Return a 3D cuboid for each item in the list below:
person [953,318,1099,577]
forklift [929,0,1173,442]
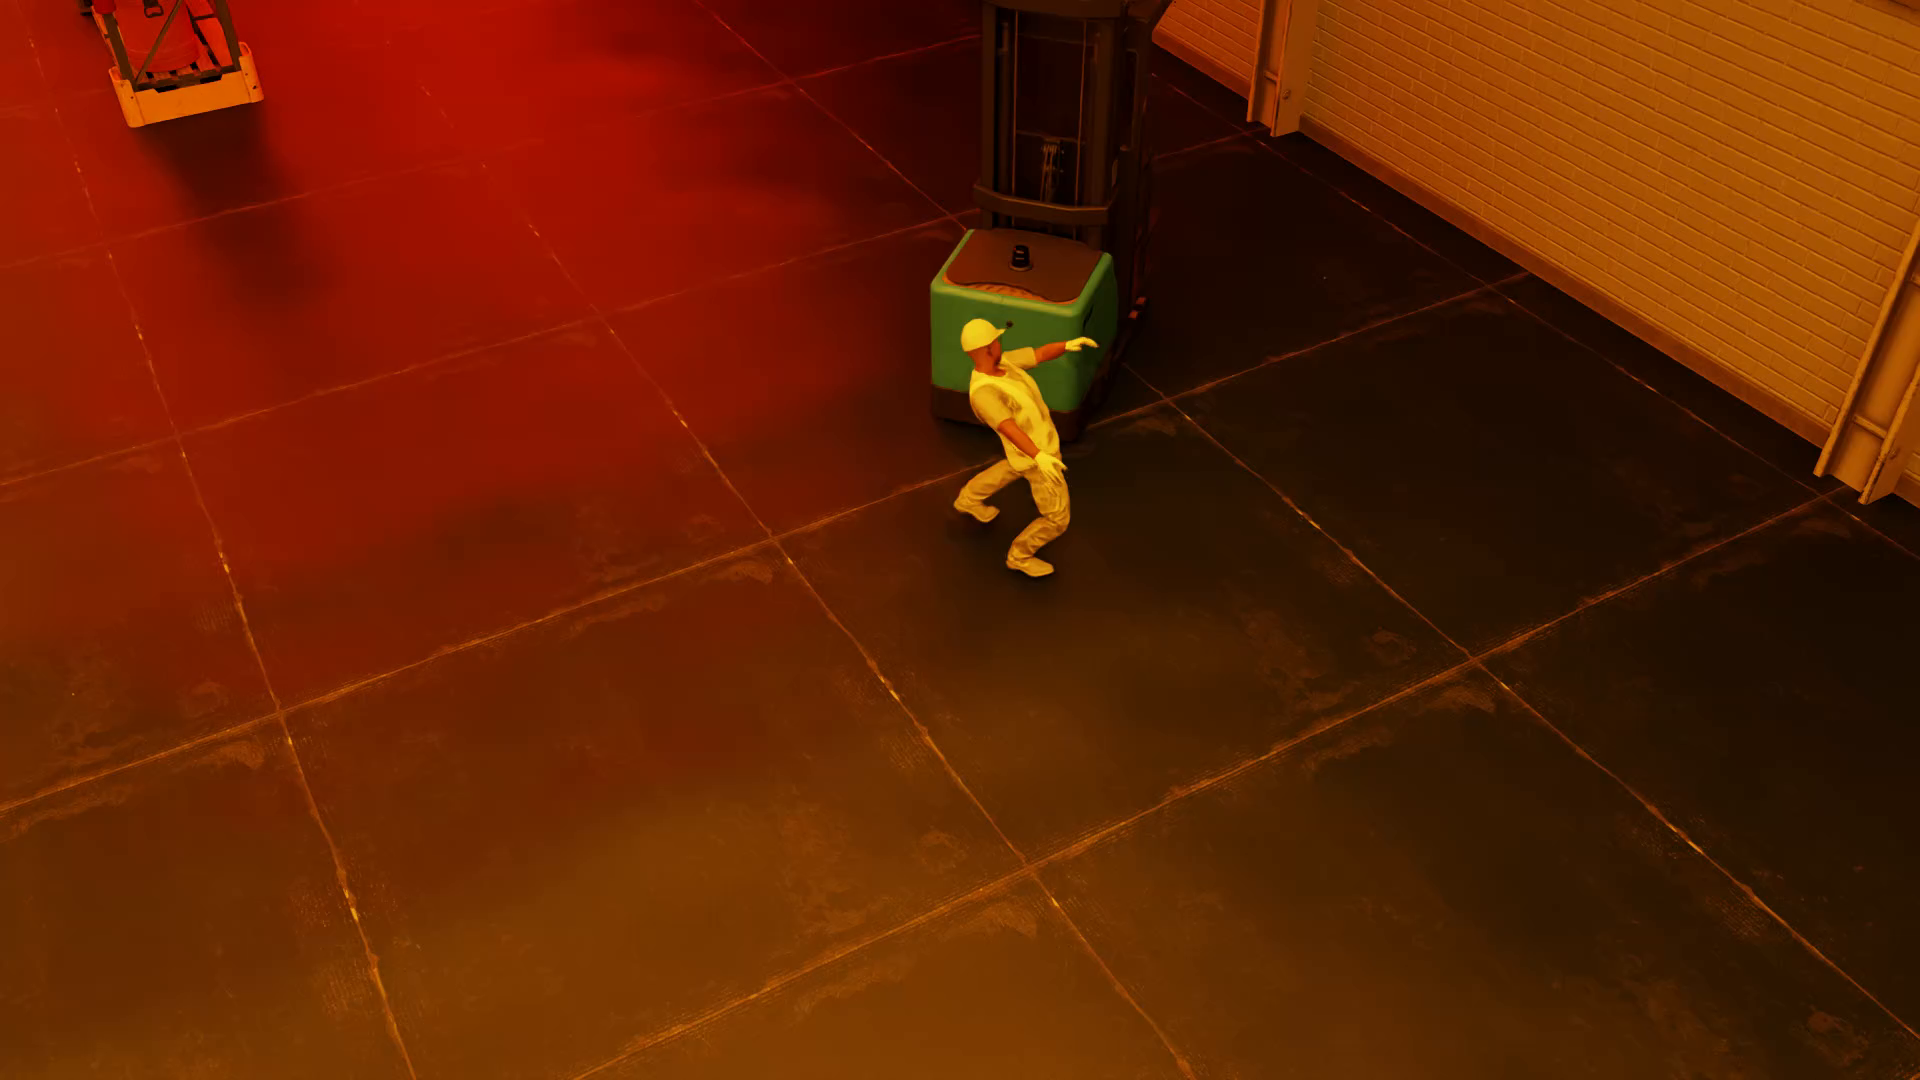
[{"bbox_3d":[0.419,-0.463,9.654,0.786,1.539,1.078,-6,40,-7],"label":"person"},{"bbox_3d":[0.763,-2.724,11.320,1.130,2.935,3.031,13,41,15],"label":"forklift"}]
